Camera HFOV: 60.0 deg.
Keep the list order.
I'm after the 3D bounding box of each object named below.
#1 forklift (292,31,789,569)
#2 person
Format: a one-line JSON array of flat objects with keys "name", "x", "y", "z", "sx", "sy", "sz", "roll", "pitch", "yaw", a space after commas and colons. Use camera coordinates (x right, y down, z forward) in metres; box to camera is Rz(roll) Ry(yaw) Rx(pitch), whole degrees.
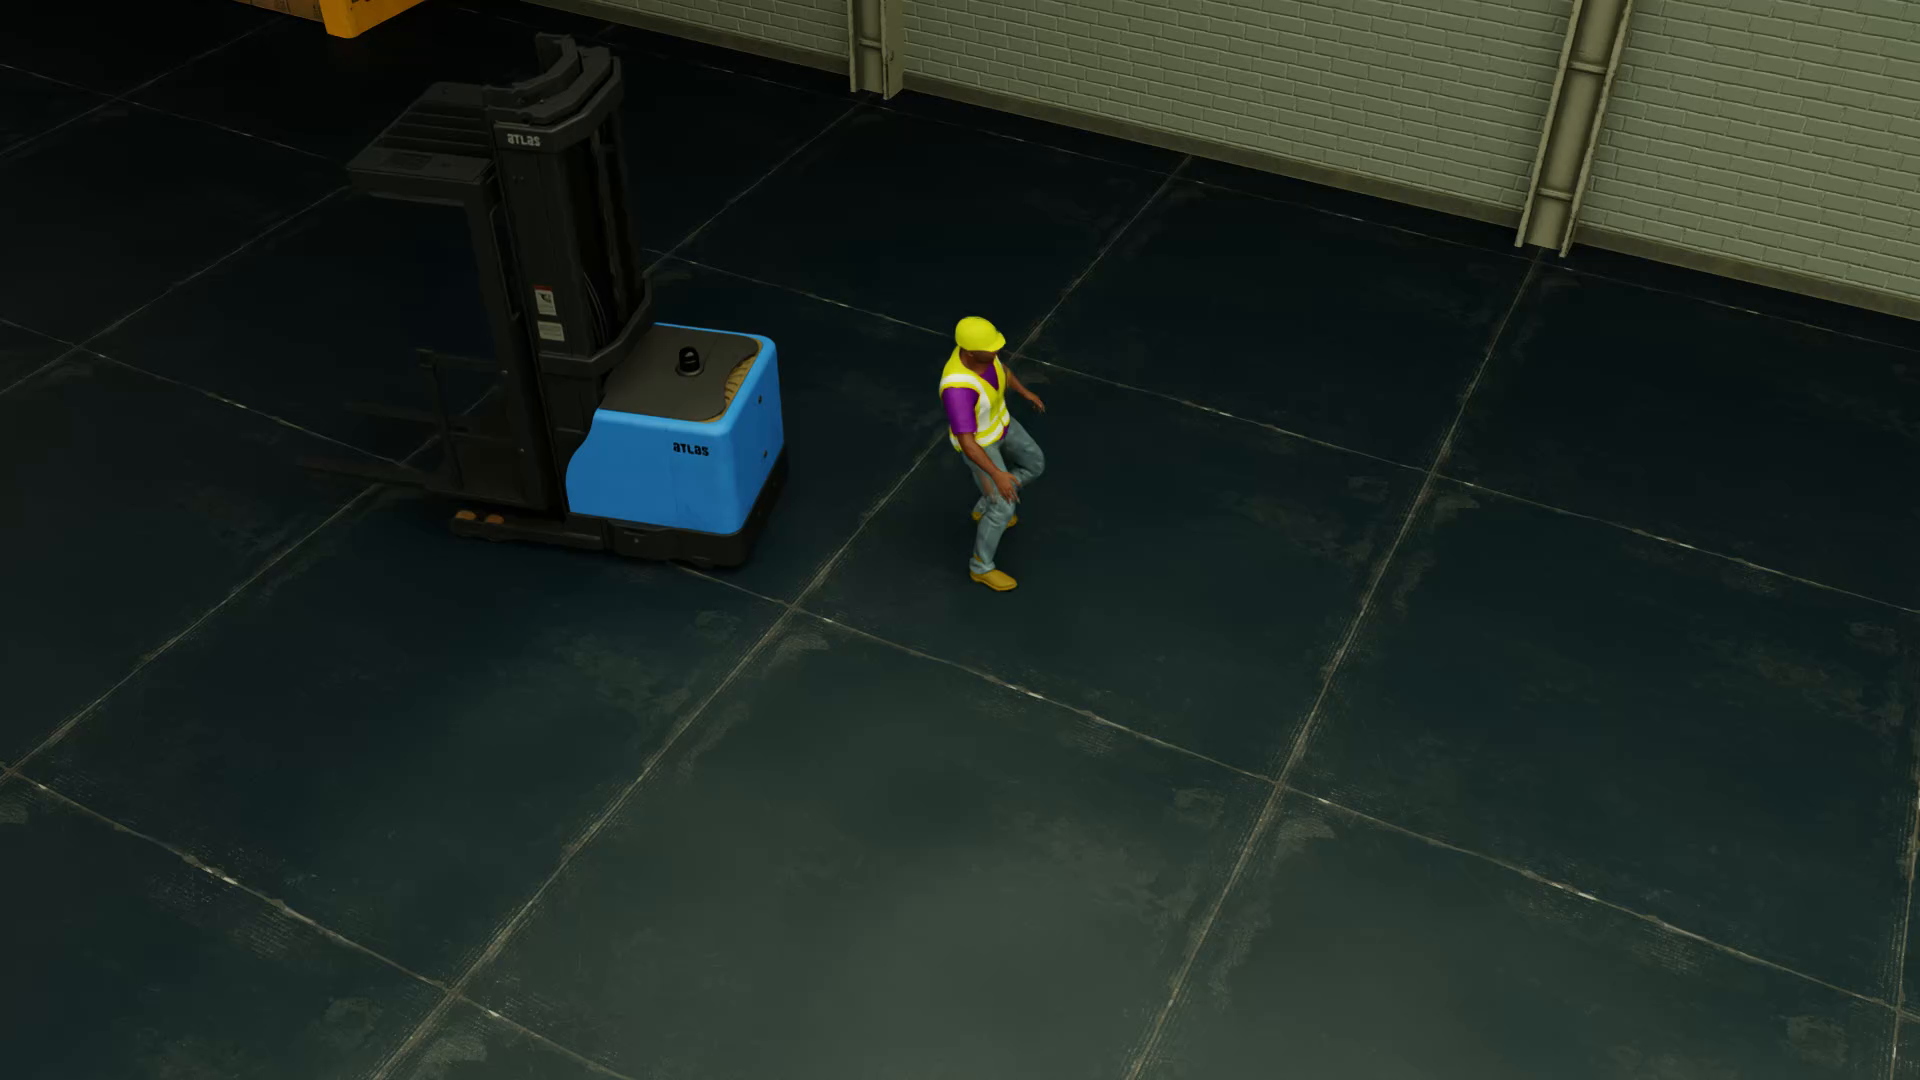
[{"name": "forklift", "x": -2.669, "y": -1.435, "z": 9.691, "sx": 3.031, "sy": 2.935, "sz": 1.130, "roll": 8, "pitch": 41, "yaw": 10}, {"name": "person", "x": 0.197, "y": -0.587, "z": 9.689, "sx": 0.614, "sy": 1.644, "sz": 0.860, "roll": 14, "pitch": 42, "yaw": 16}]
